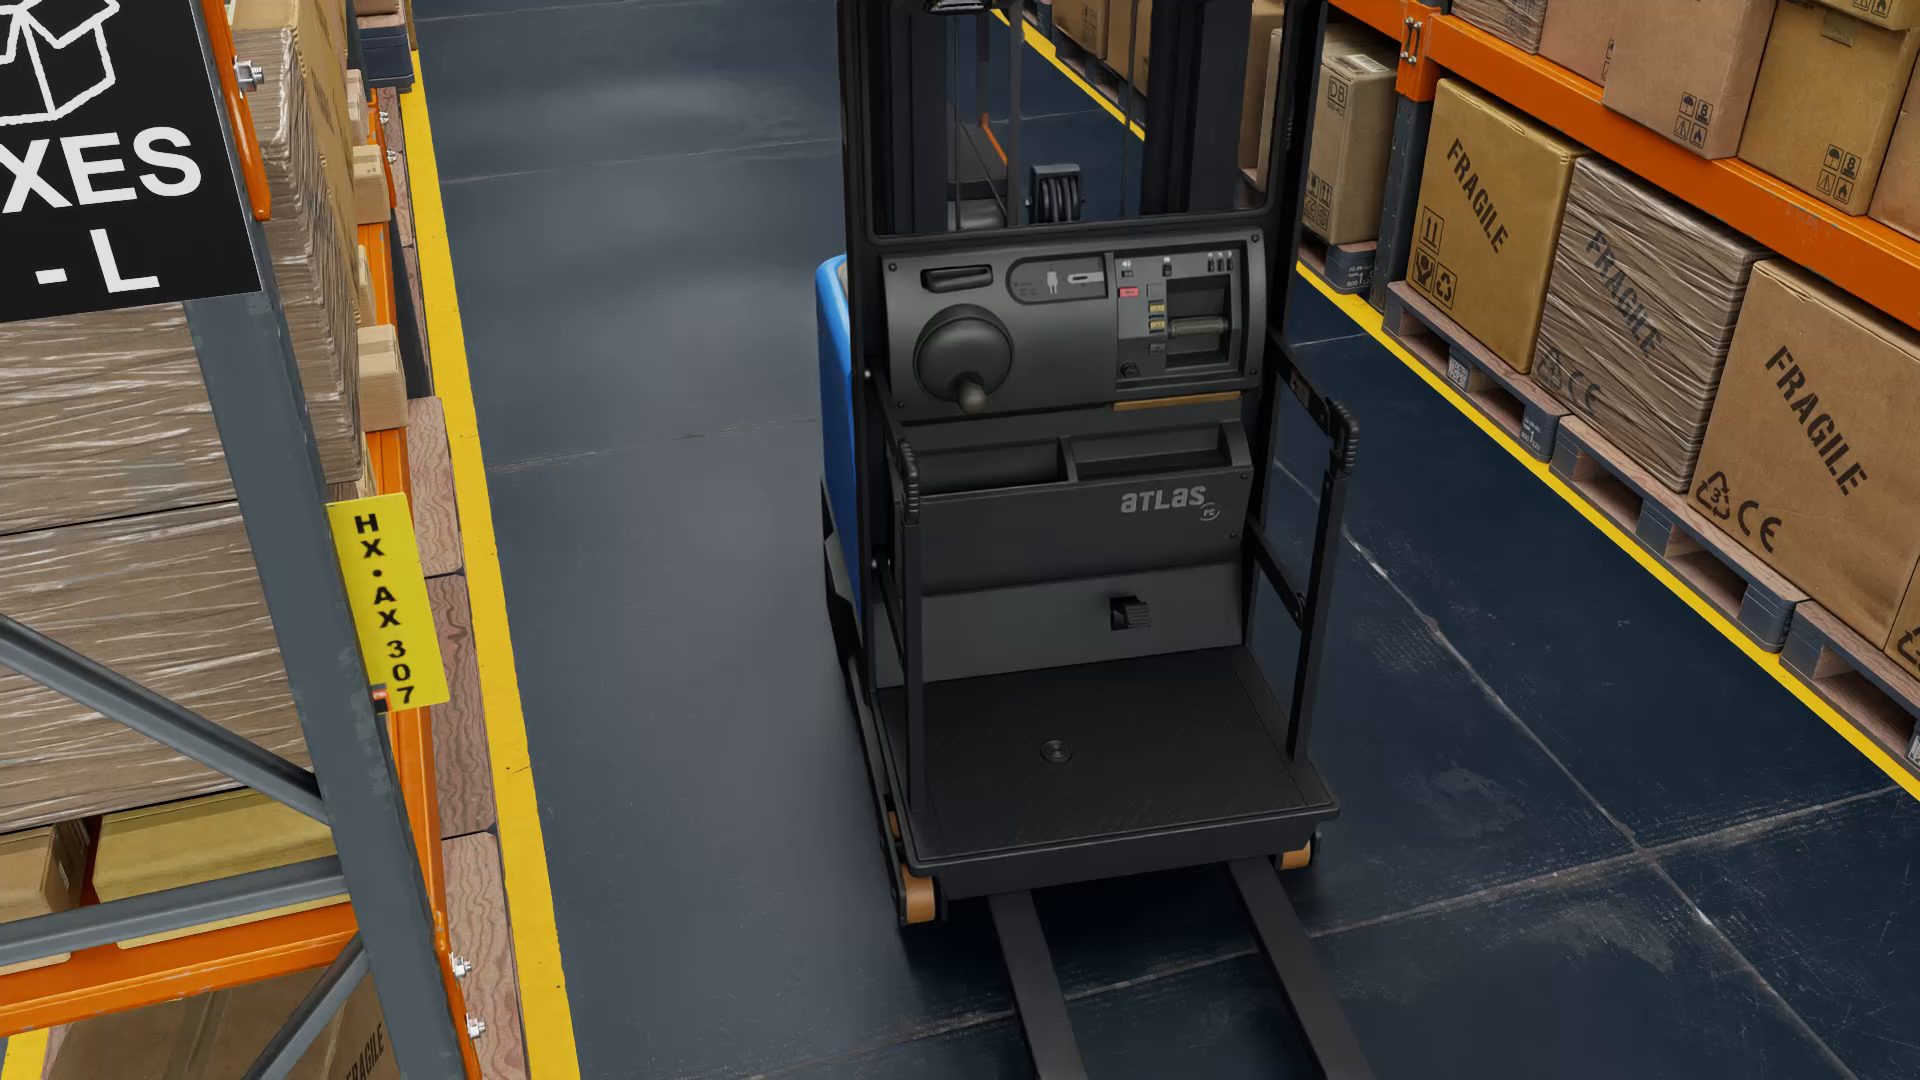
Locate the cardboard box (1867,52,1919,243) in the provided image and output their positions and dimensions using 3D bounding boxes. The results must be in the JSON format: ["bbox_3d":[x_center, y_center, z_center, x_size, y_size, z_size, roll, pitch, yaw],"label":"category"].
[{"bbox_3d":[3.115,-1.093,4.547,0.875,0.550,0.550,-10,35,-15],"label":"cardboard box"}]

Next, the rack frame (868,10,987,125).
[{"bbox_3d":[-0.111,-1.204,5.667,0.400,2.100,0.015,-6,34,-9],"label":"rack frame"}]

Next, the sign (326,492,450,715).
[{"bbox_3d":[-0.727,0.086,2.114,0.100,0.325,0.005,-10,35,-15],"label":"sign"}]

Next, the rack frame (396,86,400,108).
[{"bbox_3d":[-3.684,-3.662,8.571,1.000,3.000,0.127,-10,35,-15],"label":"rack frame"}]

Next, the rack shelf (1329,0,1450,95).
[{"bbox_3d":[1.681,-3.093,8.362,1.077,0.370,4.000,-10,35,-15],"label":"rack shelf"}]

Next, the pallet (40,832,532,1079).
[{"bbox_3d":[-1.481,1.229,3.698,1.003,0.211,1.213,-10,35,-15],"label":"pallet"}]

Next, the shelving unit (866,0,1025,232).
[{"bbox_3d":[-0.064,-1.072,5.467,0.431,2.100,0.503,-6,34,-9],"label":"shelving unit"}]

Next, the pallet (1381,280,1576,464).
[{"bbox_3d":[2.448,-0.767,6.719,1.003,0.211,1.213,-10,35,-15],"label":"pallet"}]

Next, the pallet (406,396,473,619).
[{"bbox_3d":[-2.225,-0.052,5.637,1.003,0.211,1.213,-10,35,-15],"label":"pallet"}]

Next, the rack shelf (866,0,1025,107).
[{"bbox_3d":[-0.064,-1.644,5.089,0.431,0.518,0.480,-6,34,-9],"label":"rack shelf"}]

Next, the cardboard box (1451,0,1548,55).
[{"bbox_3d":[2.415,-2.214,6.243,0.875,0.550,0.550,-10,35,-15],"label":"cardboard box"}]

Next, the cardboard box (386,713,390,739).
[{"bbox_3d":[-1.161,0.319,2.774,0.380,0.149,0.250,-10,35,-15],"label":"cardboard box"}]

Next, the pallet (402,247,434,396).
[{"bbox_3d":[-2.703,-0.807,6.780,1.003,0.211,1.213,-10,35,-15],"label":"pallet"}]

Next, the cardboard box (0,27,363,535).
[{"bbox_3d":[-1.152,-0.379,2.336,0.500,0.500,0.500,-10,35,-15],"label":"cardboard box"}]

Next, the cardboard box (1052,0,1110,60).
[{"bbox_3d":[1.171,-3.345,9.750,1.050,0.750,0.750,-10,35,-15],"label":"cardboard box"}]

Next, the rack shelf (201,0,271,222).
[{"bbox_3d":[-1.854,-1.463,3.175,1.077,0.370,4.000,-10,35,-15],"label":"rack shelf"}]

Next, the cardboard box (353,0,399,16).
[{"bbox_3d":[-2.573,-2.428,5.778,1.000,1.000,1.000,-10,35,-14],"label":"cardboard box"}]

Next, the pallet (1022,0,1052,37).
[{"bbox_3d":[0.834,-3.690,11.143,1.003,0.211,1.213,-10,35,-15],"label":"pallet"}]

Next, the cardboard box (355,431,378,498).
[{"bbox_3d":[-1.389,-0.075,3.371,0.380,0.149,0.250,-10,35,-15],"label":"cardboard box"}]

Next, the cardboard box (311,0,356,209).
[{"bbox_3d":[-1.452,-0.905,3.131,0.500,0.500,0.500,-10,35,-15],"label":"cardboard box"}]

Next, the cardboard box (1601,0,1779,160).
[{"bbox_3d":[2.657,-1.625,5.353,0.875,0.550,0.550,-10,35,-15],"label":"cardboard box"}]

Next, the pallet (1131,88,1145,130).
[{"bbox_3d":[1.608,-2.213,8.908,1.003,0.211,1.213,-10,35,-15],"label":"pallet"}]

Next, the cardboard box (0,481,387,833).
[{"bbox_3d":[-1.385,0.079,2.549,0.875,0.500,0.500,-10,35,-15],"label":"cardboard box"}]

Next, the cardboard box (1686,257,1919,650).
[{"bbox_3d":[2.971,-0.338,5.087,0.875,0.875,0.875,-11,35,-15],"label":"cardboard box"}]

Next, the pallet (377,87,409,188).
[{"bbox_3d":[-3.447,-2.088,8.718,1.003,0.211,1.213,-10,35,-15],"label":"pallet"}]

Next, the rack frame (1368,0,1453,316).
[{"bbox_3d":[2.291,-2.343,6.575,1.000,3.000,0.127,-10,35,-15],"label":"rack frame"}]

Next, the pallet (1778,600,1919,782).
[{"bbox_3d":[3.192,0.514,4.781,1.003,0.211,1.213,-10,35,-15],"label":"pallet"}]

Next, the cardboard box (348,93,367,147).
[{"bbox_3d":[-2.051,-1.261,5.165,0.380,0.149,0.250,-10,35,-15],"label":"cardboard box"}]

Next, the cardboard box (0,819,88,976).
[{"bbox_3d":[-1.527,0.528,2.458,0.380,0.149,0.250,-10,35,-15],"label":"cardboard box"}]

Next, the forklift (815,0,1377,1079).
[{"bbox_3d":[0.324,-0.464,3.793,1.130,2.935,3.031,-6,34,-9],"label":"forklift"}]

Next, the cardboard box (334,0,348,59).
[{"bbox_3d":[-1.759,-1.430,3.925,0.500,0.500,0.500,-10,35,-15],"label":"cardboard box"}]

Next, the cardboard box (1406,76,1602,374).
[{"bbox_3d":[2.416,-1.290,6.527,0.875,0.875,0.875,-9,35,-14],"label":"cardboard box"}]

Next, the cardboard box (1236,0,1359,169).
[{"bbox_3d":[1.725,-2.397,8.317,1.050,0.750,0.750,-10,35,-15],"label":"cardboard box"}]

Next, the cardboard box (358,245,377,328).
[{"bbox_3d":[-1.675,-0.603,4.170,0.380,0.149,0.250,-10,35,-15],"label":"cardboard box"}]
